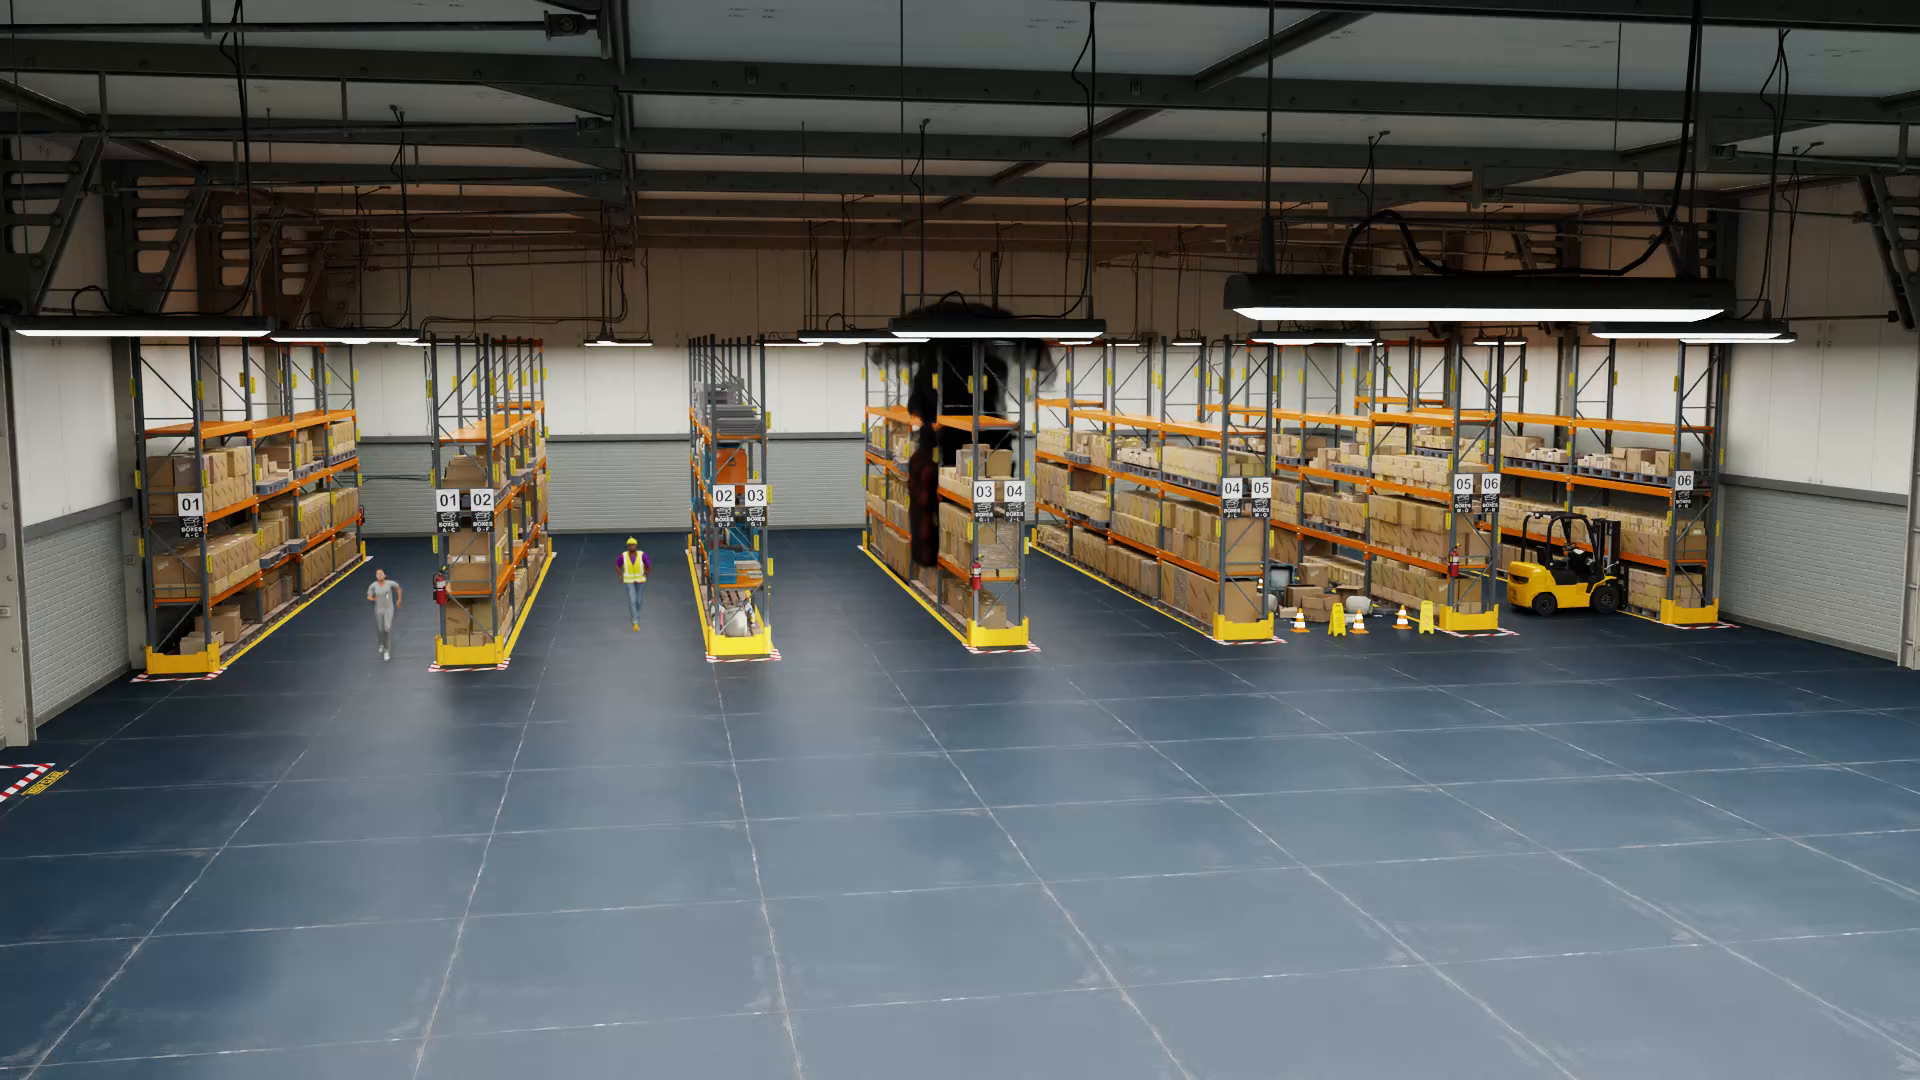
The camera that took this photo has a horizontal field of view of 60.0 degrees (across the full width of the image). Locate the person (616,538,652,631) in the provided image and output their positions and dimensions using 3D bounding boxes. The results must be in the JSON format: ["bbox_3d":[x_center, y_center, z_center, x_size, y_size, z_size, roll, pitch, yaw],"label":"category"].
[{"bbox_3d":[-6.358,0.848,32.499,0.690,1.784,0.778,-2,7,-17],"label":"person"}]

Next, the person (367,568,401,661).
[{"bbox_3d":[-10.713,1.353,30.976,0.573,1.709,0.890,-1,7,-10],"label":"person"}]

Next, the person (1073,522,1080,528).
[{"bbox_3d":[3.533,-0.830,50.104,0.723,1.617,0.782,6,9,43],"label":"person"}]
